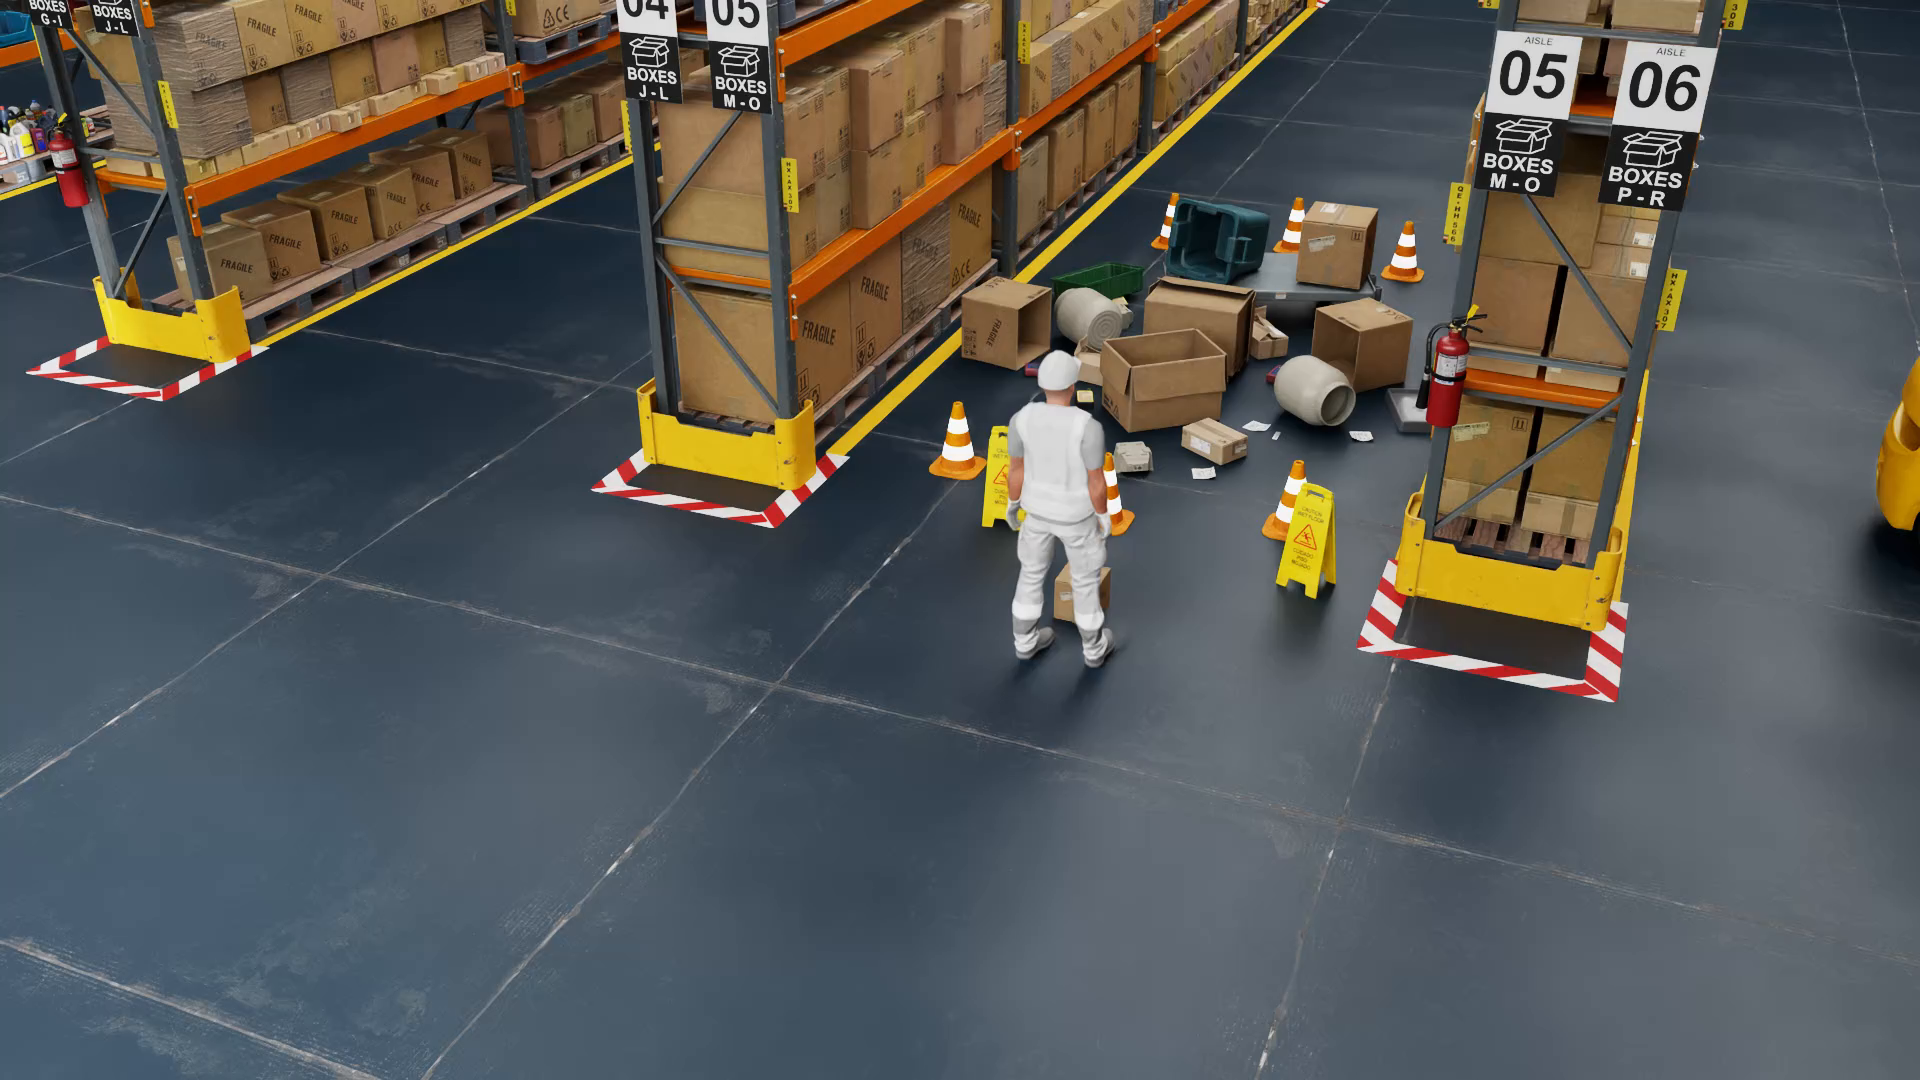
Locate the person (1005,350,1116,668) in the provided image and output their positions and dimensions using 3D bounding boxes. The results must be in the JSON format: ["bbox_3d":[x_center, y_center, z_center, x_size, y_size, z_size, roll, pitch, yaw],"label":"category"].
[{"bbox_3d":[0.534,-0.174,8.678,0.576,1.790,0.440,14,32,24],"label":"person"}]
